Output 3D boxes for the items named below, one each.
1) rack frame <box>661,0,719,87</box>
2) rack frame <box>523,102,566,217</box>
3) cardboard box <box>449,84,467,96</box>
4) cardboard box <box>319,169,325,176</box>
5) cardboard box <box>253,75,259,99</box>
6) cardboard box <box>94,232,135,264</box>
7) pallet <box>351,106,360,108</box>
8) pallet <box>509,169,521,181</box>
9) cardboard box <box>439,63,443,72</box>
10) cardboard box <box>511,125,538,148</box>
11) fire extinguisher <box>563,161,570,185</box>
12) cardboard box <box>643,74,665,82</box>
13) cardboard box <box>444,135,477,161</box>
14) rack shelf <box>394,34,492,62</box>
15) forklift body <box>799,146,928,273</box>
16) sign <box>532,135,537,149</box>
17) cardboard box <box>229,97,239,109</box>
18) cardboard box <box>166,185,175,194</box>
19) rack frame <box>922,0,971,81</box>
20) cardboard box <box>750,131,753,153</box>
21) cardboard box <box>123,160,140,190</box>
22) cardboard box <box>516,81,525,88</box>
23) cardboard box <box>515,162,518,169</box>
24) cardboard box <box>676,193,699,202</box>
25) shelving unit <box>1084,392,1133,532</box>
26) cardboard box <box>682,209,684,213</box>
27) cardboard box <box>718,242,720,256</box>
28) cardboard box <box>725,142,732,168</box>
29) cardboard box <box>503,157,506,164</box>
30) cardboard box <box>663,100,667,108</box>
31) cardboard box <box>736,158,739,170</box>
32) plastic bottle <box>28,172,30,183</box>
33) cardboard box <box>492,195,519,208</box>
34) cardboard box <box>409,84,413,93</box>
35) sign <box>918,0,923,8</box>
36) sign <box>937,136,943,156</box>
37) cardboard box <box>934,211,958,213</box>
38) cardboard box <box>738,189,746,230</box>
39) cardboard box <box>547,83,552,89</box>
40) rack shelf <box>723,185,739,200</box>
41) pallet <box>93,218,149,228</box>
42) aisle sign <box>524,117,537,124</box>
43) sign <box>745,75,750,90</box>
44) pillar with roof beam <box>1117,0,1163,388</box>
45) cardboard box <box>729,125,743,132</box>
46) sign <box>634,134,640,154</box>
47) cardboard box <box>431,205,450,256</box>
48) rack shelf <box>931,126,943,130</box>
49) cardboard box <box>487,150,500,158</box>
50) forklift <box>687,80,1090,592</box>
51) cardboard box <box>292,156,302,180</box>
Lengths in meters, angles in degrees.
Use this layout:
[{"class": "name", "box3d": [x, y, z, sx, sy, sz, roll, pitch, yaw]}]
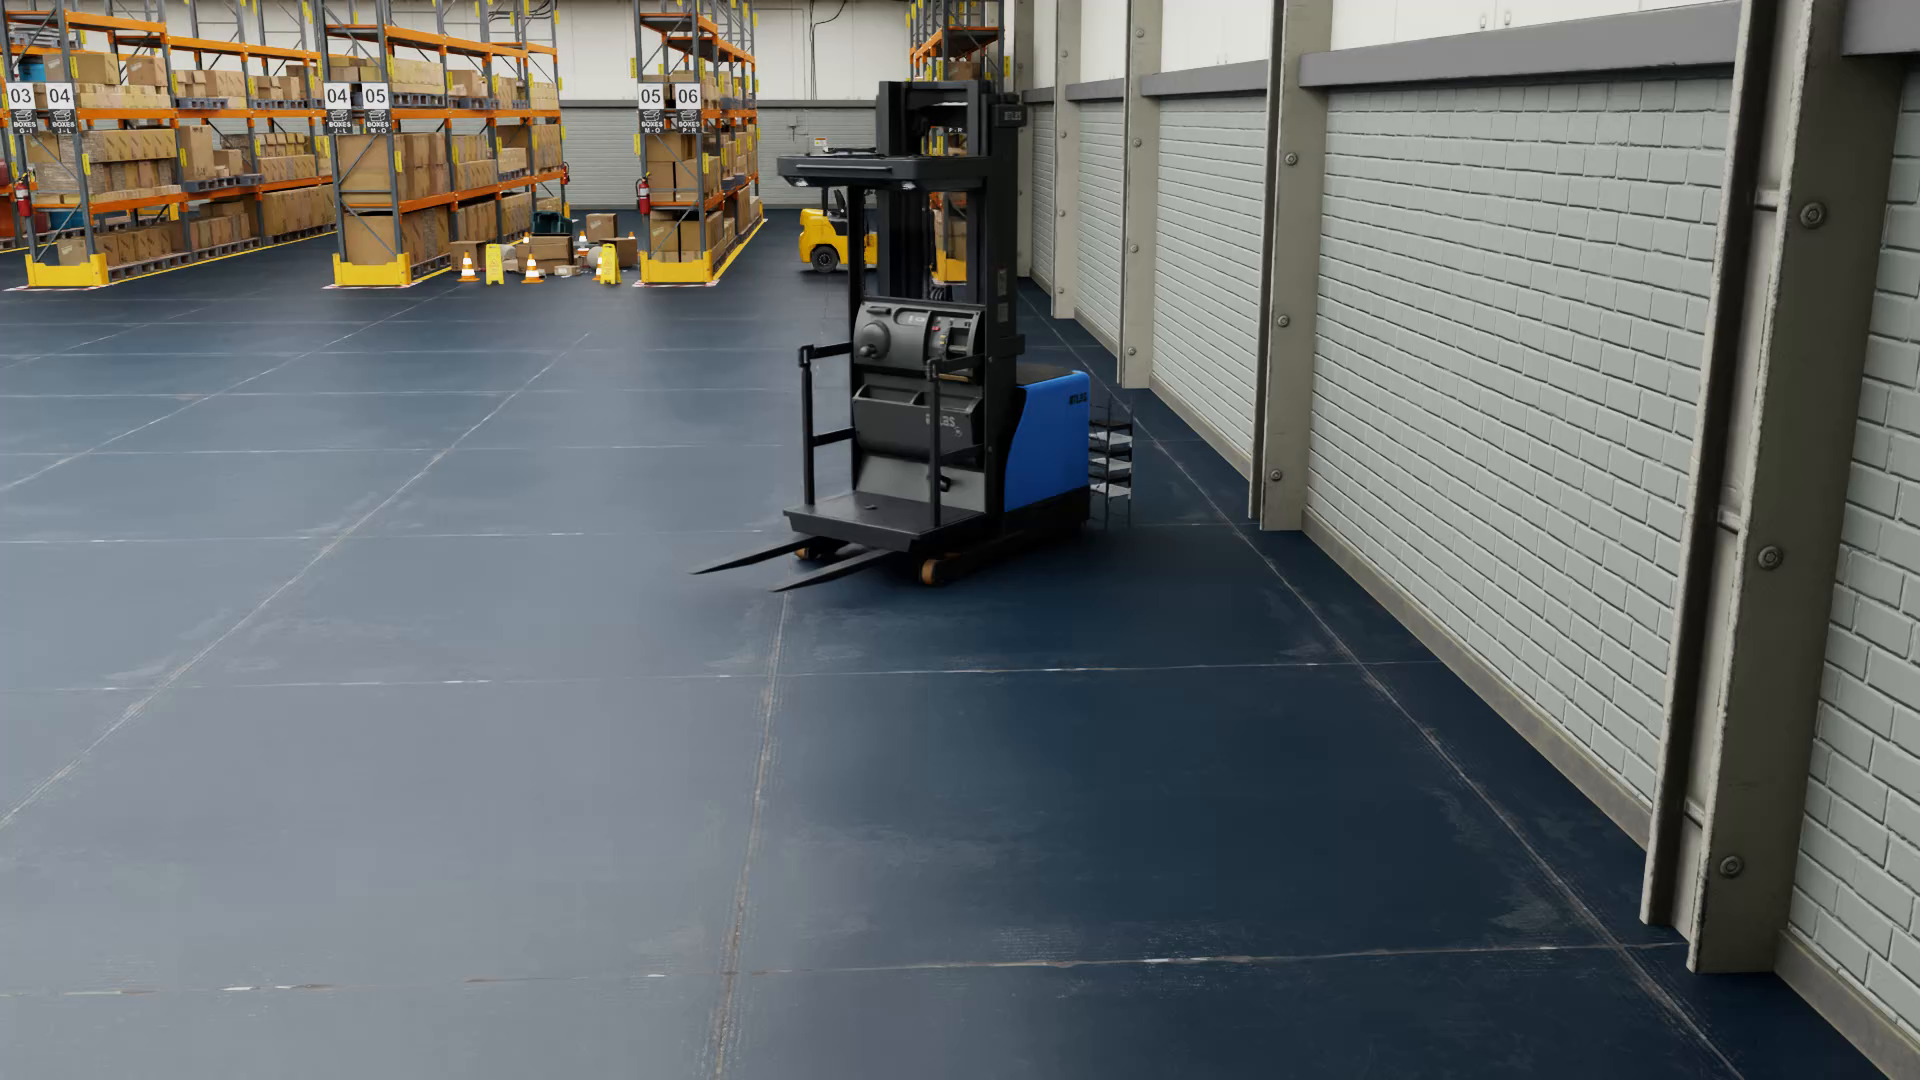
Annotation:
[{"class": "rack frame", "box3d": [-4.987, -9.681, 30.593, 1.000, 3.000, 0.127, -1, 14, -3]}, {"class": "rack frame", "box3d": [-10.665, -9.658, 42.545, 1.000, 3.000, 0.127, -1, 14, -3]}, {"class": "cardboard box", "box3d": [-9.826, -8.782, 32.345, 0.396, 0.266, 0.258, -1, 14, -3]}, {"class": "cardboard box", "box3d": [-15.060, -8.569, 38.816, 0.380, 0.149, 0.250, -1, 14, -3]}, {"class": "cardboard box", "box3d": [-15.377, -9.686, 35.588, 0.500, 0.500, 0.500, 0, 14, 0]}, {"class": "cardboard box", "box3d": [-14.743, -5.080, 28.925, 0.500, 0.500, 0.500, 0, 14, 2]}, {"class": "pallet", "box3d": [-15.565, -10.832, 41.266, 1.003, 0.211, 1.213, -1, 14, -3]}, {"class": "pallet", "box3d": [-10.332, -8.068, 36.747, 1.003, 0.211, 1.213, -1, 14, -3]}, {"class": "cardboard box", "box3d": [-9.580, -8.557, 30.105, 0.380, 0.149, 0.250, -1, 14, -4]}, {"class": "cardboard box", "box3d": [-10.202, -9.456, 38.955, 0.500, 0.500, 0.500, -1, 14, -2]}, {"class": "fire extinguisher", "box3d": [-10.220, -9.510, 42.872, 0.296, 0.674, 0.183, -1, 14, -3]}, {"class": "cardboard box", "box3d": [-5.055, -7.578, 27.341, 0.380, 0.149, 0.250, -1, 14, -3]}, {"class": "cardboard box", "box3d": [-10.084, -7.836, 33.256, 0.700, 0.500, 0.500, -1, 14, -4]}, {"class": "rack shelf", "box3d": [-10.045, -9.535, 32.271, 1.077, 0.370, 4.000, -1, 14, -3]}, {"class": "forklift body", "box3d": [-1.723, -5.891, 29.605, 2.313, 2.155, 1.214, -1, 14, -3]}, {"class": "sign", "box3d": [-9.863, -9.234, 38.571, 0.100, 0.325, 0.005, -1, 14, -3]}, {"class": "cardboard box", "box3d": [-14.807, -8.760, 33.334, 0.500, 0.250, 0.500, -1, 14, -4]}, {"class": "cardboard box", "box3d": [-14.565, -6.390, 30.345, 0.380, 0.149, 0.250, -1, 14, -3]}, {"class": "rack frame", "box3d": [-0.281, -10.753, 34.761, 1.000, 3.000, 0.127, -1, 14, -3]}, {"class": "cardboard box", "box3d": [-5.316, -9.673, 40.396, 0.500, 0.500, 0.500, -1, 14, -2]}, {"class": "cardboard box", "box3d": [-14.795, -6.330, 28.809, 0.875, 0.500, 0.500, -1, 14, -3]}, {"class": "cardboard box", "box3d": [-10.193, -10.555, 38.507, 0.380, 0.149, 0.250, -1, 14, -4]}, {"class": "cardboard box", "box3d": [-10.126, -8.392, 37.283, 0.380, 0.149, 0.250, -2, 15, -6]}, {"class": "cardboard box", "box3d": [-4.553, -5.747, 27.846, 0.380, 0.149, 0.250, -1, 14, -3]}, {"class": "shelving unit", "box3d": [1.007, -0.532, 11.288, 0.210, 0.900, 0.258, -10, 18, -34]}, {"class": "cardboard box", "box3d": [-5.238, -6.014, 30.249, 0.380, 0.149, 0.250, 0, 14, -1]}, {"class": "cardboard box", "box3d": [-4.612, -5.246, 30.070, 0.500, 0.250, 0.500, -1, 14, -3]}, {"class": "cardboard box", "box3d": [-4.821, -7.668, 33.168, 0.500, 0.500, 0.500, -1, 15, -6]}, {"class": "cardboard box", "box3d": [-10.053, -8.214, 35.997, 0.380, 0.149, 0.250, -1, 14, -3]}, {"class": "cardboard box", "box3d": [-5.040, -7.196, 27.460, 0.380, 0.149, 0.250, -1, 14, -3]}, {"class": "cardboard box", "box3d": [-5.020, -8.070, 35.668, 0.500, 0.250, 0.500, -1, 14, -4]}, {"class": "plastic bottle", "box3d": [-19.802, -7.709, 35.215, 0.152, 0.276, 0.135, -1, 14, -3]}, {"class": "cardboard box", "box3d": [-10.019, -7.449, 36.628, 0.500, 0.250, 0.500, -1, 14, -3]}, {"class": "cardboard box", "box3d": [-9.437, -7.603, 27.999, 0.380, 0.149, 0.250, -1, 14, -3]}, {"class": "sign", "box3d": [-0.822, -11.233, 34.593, 0.100, 0.325, 0.005, -1, 14, -3]}, {"class": "sign", "box3d": [-0.328, -6.529, 27.583, 0.100, 0.325, 0.005, -1, 14, -3]}, {"class": "cardboard box", "box3d": [-0.295, -5.957, 30.826, 0.500, 0.250, 0.500, -1, 14, -3]}, {"class": "cardboard box", "box3d": [-5.246, -7.340, 36.954, 0.875, 0.875, 0.875, -1, 14, -3]}, {"class": "cardboard box", "box3d": [-10.292, -11.205, 41.033, 0.380, 0.149, 0.250, -1, 14, -3]}, {"class": "rack shelf", "box3d": [-5.111, -6.925, 33.363, 1.077, 0.370, 4.000, -1, 14, -3]}, {"class": "pallet", "box3d": [-20.480, -7.672, 40.419, 1.003, 0.211, 1.213, -1, 14, -3]}, {"class": "aisle sign", "box3d": [-10.968, -10.931, 42.274, 0.394, 0.787, 0.004, -1, 14, -3]}, {"class": "sign", "box3d": [-4.942, -10.631, 38.638, 0.100, 0.325, 0.005, -1, 14, -3]}, {"class": "pillar with roof beam", "box3d": [-2.482, -5.900, 15.898, 9.100, 9.000, 0.400, -1, 14, -3]}, {"class": "cardboard box", "box3d": [-5.243, -9.694, 39.176, 0.380, 0.149, 0.250, -1, 14, -4]}, {"class": "sign", "box3d": [-5.294, -6.491, 27.277, 0.100, 0.325, 0.005, -1, 14, -3]}, {"class": "cardboard box", "box3d": [-9.952, -5.691, 30.546, 0.875, 0.875, 0.875, -1, 14, -3]}, {"class": "rack shelf", "box3d": [0.091, -7.460, 29.425, 1.077, 0.370, 4.000, -1, 14, -3]}, {"class": "cardboard box", "box3d": [-10.024, -8.223, 35.435, 0.380, 0.149, 0.250, -1, 14, -5]}, {"class": "forklift", "box3d": [-0.392, -1.278, 10.112, 1.130, 2.935, 3.031, 10, 18, 35]}, {"class": "cardboard box", "box3d": [-15.009, -8.295, 37.047, 0.500, 0.500, 0.500, -1, 14, -4]}]
